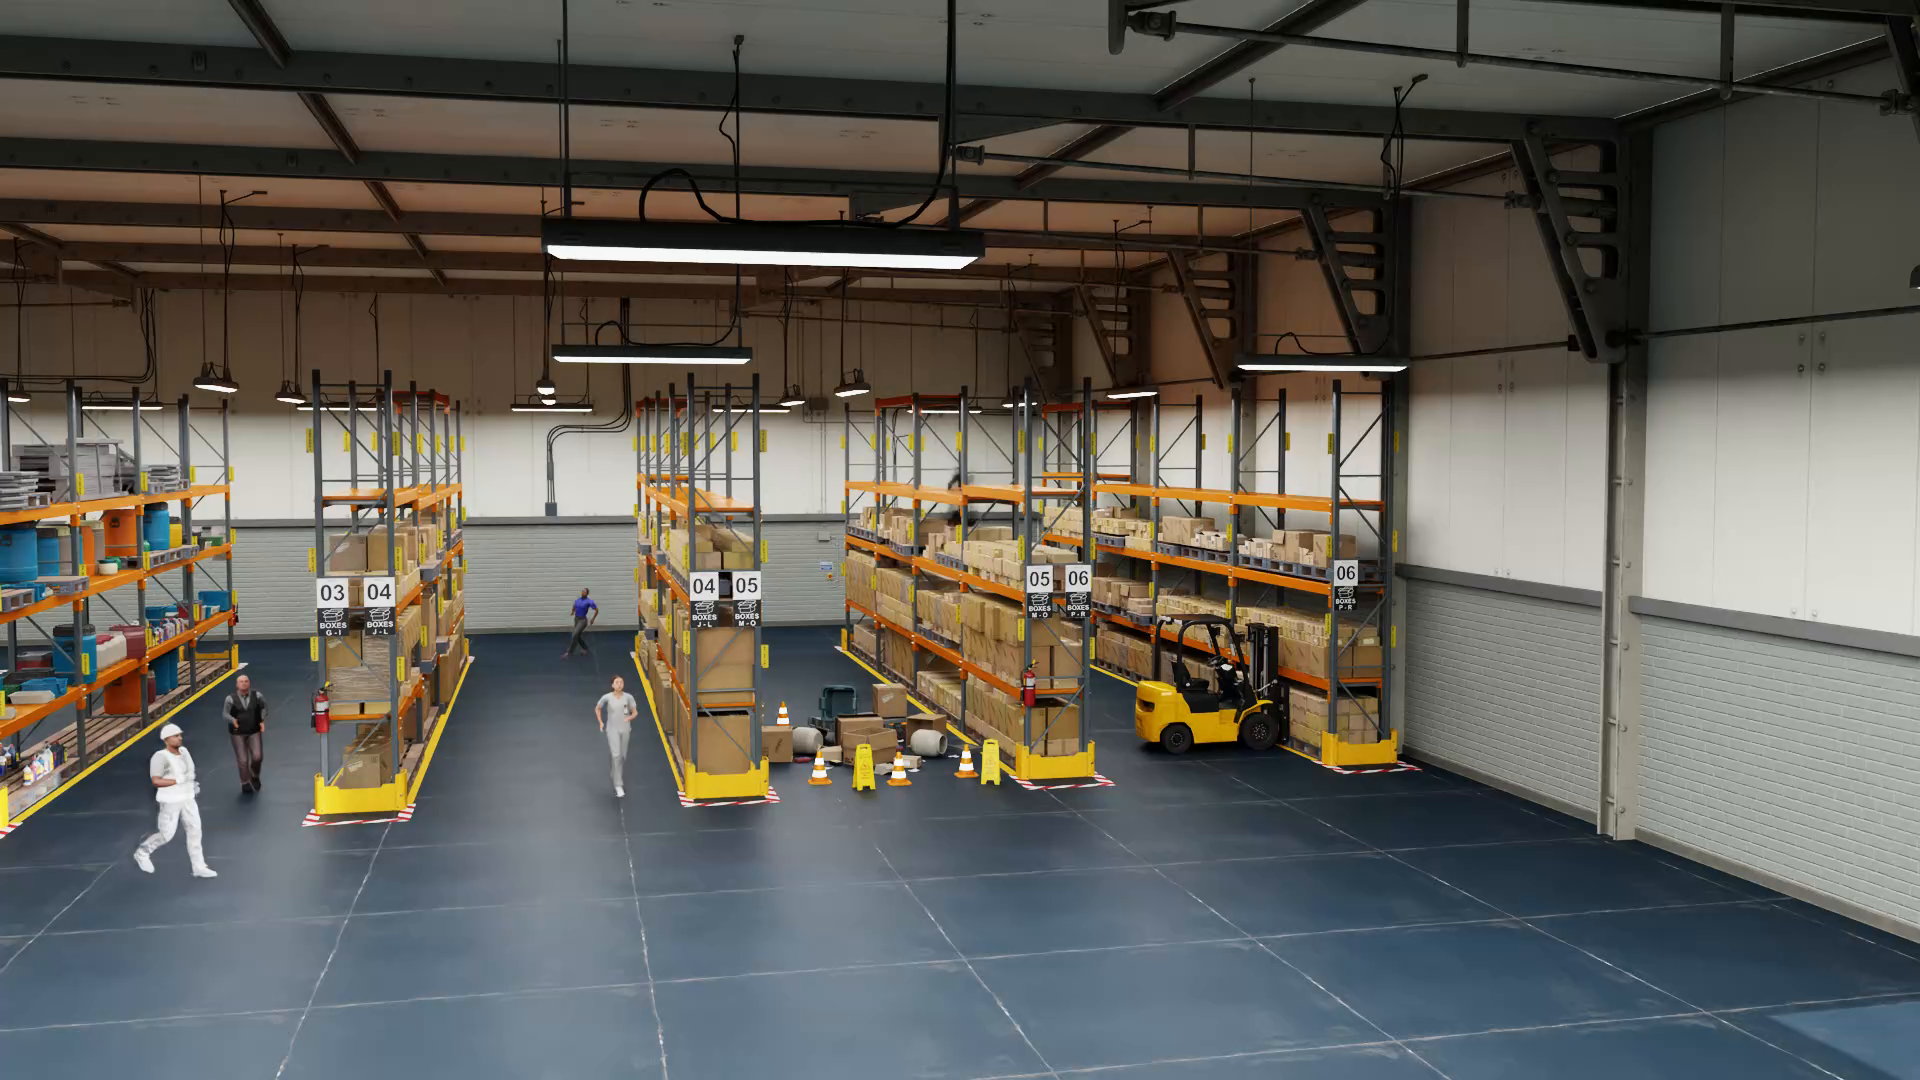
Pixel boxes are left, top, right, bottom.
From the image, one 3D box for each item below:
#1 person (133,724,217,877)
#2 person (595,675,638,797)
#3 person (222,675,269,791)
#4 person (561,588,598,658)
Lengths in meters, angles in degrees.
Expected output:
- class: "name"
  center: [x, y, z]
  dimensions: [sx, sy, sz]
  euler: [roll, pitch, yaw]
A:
- class: "person"
  center: [-9.008, 2.991, 19.082]
  dimensions: [0.988, 1.762, 0.691]
  euler: [1, 3, 14]
- class: "person"
  center: [-4.921, 2.778, 23.914]
  dimensions: [0.565, 1.686, 0.861]
  euler: [-2, 4, -25]
- class: "person"
  center: [-10.196, 2.775, 23.776]
  dimensions: [0.633, 1.685, 0.642]
  euler: [-2, 4, -27]
- class: "person"
  center: [-8.906, 1.925, 38.879]
  dimensions: [0.620, 1.611, 0.900]
  euler: [3, 4, 38]
